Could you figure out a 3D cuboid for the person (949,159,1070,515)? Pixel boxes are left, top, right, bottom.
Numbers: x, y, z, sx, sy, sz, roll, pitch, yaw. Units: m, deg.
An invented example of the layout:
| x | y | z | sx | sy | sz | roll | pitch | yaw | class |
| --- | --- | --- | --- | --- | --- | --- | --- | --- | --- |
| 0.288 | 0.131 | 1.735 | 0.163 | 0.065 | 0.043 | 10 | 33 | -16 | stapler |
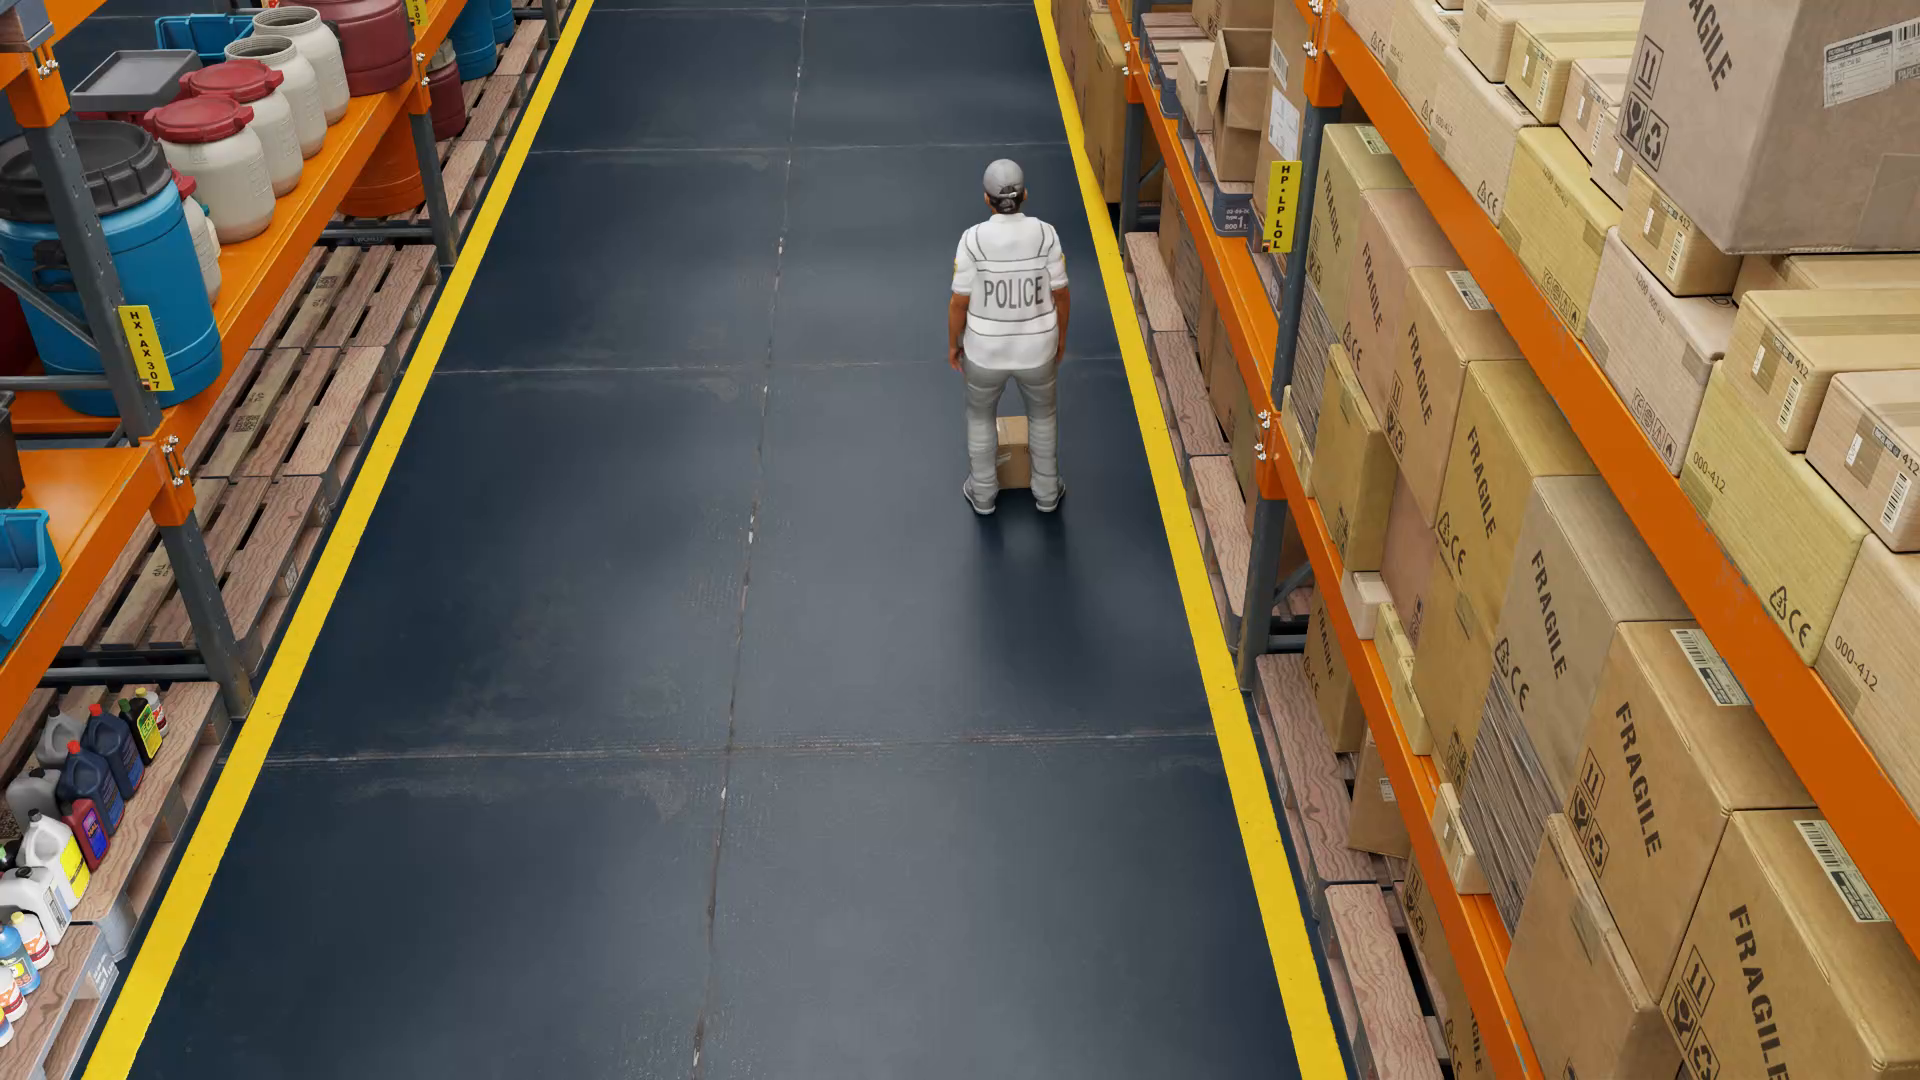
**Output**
| x | y | z | sx | sy | sz | roll | pitch | yaw | class |
| --- | --- | --- | --- | --- | --- | --- | --- | --- | --- |
| 0.227 | -0.867 | 7.358 | 0.563 | 1.667 | 0.463 | -3 | 36 | -4 | person |
